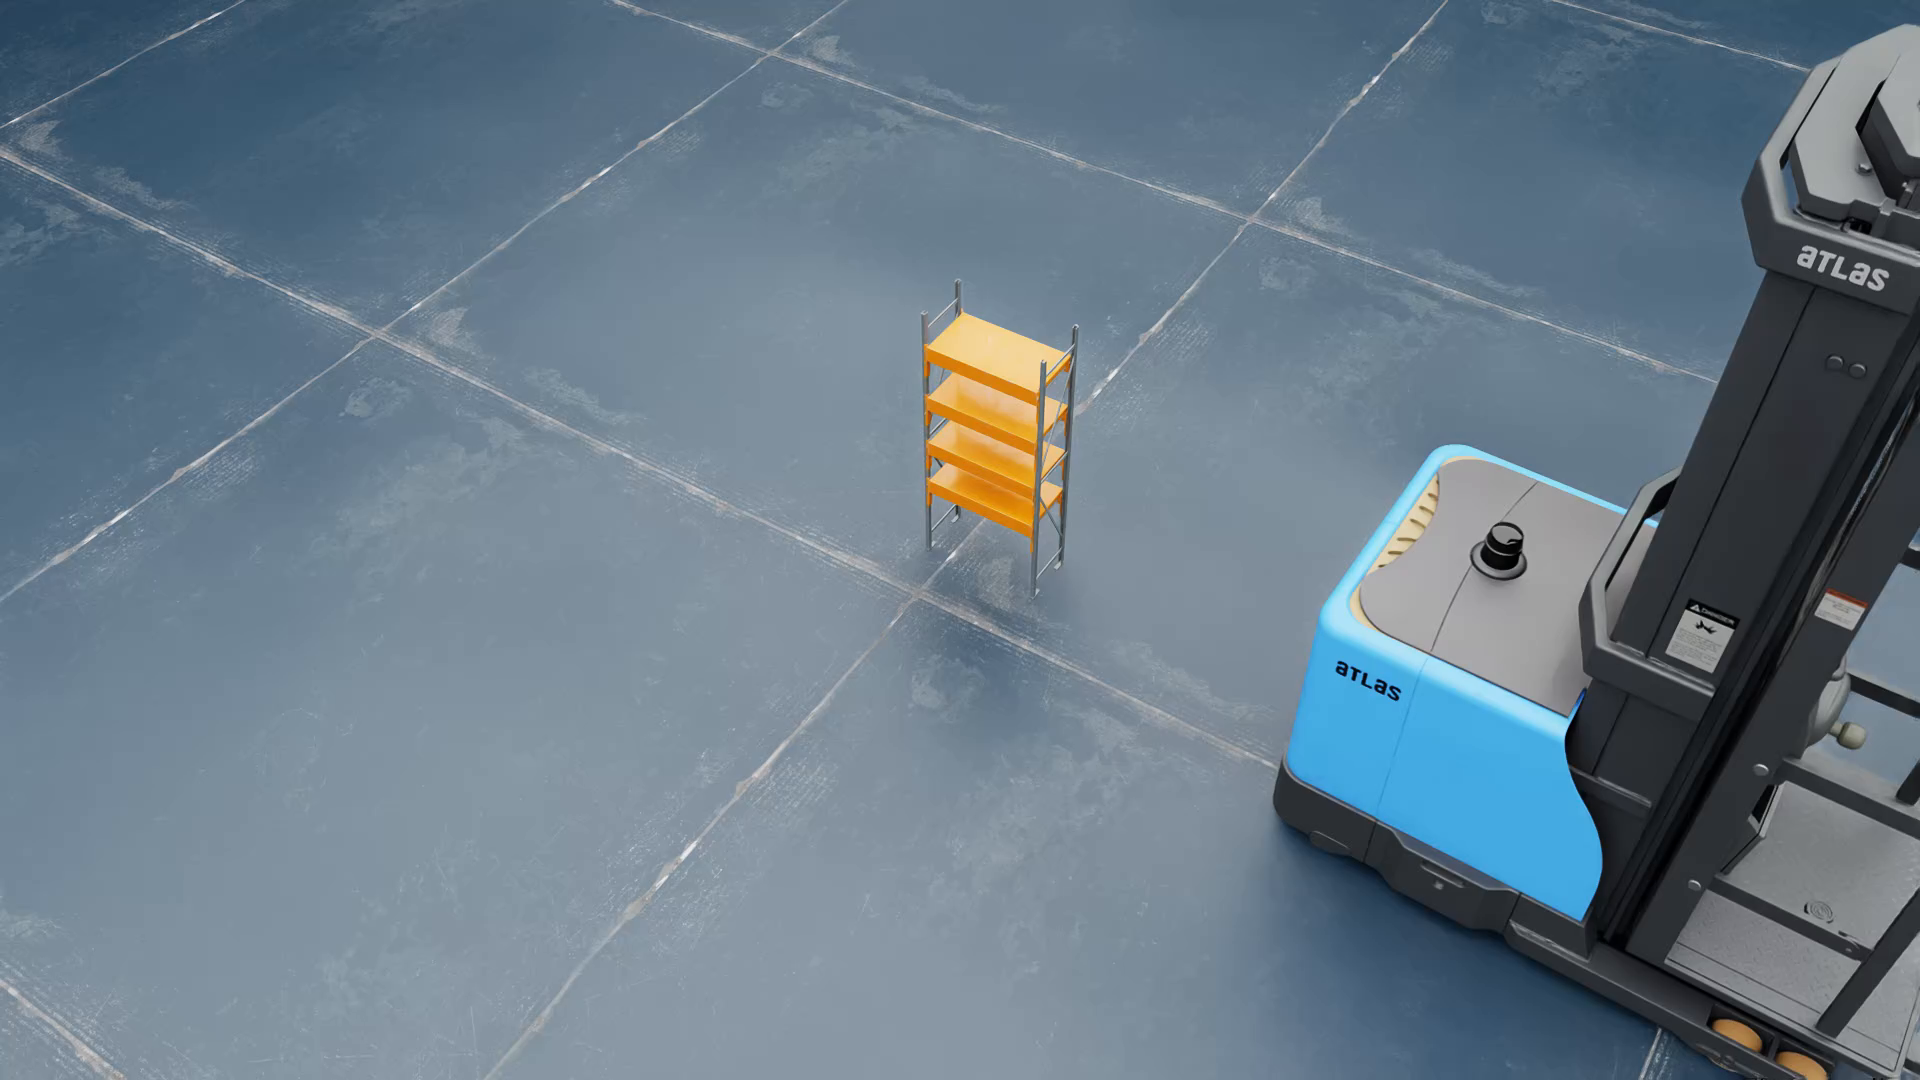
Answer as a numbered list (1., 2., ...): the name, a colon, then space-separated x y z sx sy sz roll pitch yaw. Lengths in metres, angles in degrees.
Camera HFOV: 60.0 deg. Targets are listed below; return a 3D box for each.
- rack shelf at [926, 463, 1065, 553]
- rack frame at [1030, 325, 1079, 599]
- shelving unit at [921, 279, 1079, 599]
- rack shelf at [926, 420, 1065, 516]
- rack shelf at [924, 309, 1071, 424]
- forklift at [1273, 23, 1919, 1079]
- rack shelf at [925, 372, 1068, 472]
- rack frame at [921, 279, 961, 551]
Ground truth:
1. rack shelf: 0.139 -0.169 6.448 0.480 0.148 0.258 25 51 22
2. rack frame: 0.345 -0.260 6.166 0.015 1.200 0.240 25 51 22
3. shelving unit: 0.139 -0.354 6.257 0.503 1.200 0.258 25 51 22
4. rack shelf: 0.139 -0.307 6.306 0.480 0.148 0.258 25 51 22
5. rack shelf: 0.139 -0.628 5.976 0.480 0.148 0.258 25 51 22
6. forklift: 2.590 0.260 4.453 3.031 2.935 1.130 26 51 23
7. rack shelf: 0.139 -0.463 6.145 0.480 0.148 0.258 25 51 22
8. rack frame: -0.066 -0.449 6.349 0.015 1.200 0.240 25 51 22
